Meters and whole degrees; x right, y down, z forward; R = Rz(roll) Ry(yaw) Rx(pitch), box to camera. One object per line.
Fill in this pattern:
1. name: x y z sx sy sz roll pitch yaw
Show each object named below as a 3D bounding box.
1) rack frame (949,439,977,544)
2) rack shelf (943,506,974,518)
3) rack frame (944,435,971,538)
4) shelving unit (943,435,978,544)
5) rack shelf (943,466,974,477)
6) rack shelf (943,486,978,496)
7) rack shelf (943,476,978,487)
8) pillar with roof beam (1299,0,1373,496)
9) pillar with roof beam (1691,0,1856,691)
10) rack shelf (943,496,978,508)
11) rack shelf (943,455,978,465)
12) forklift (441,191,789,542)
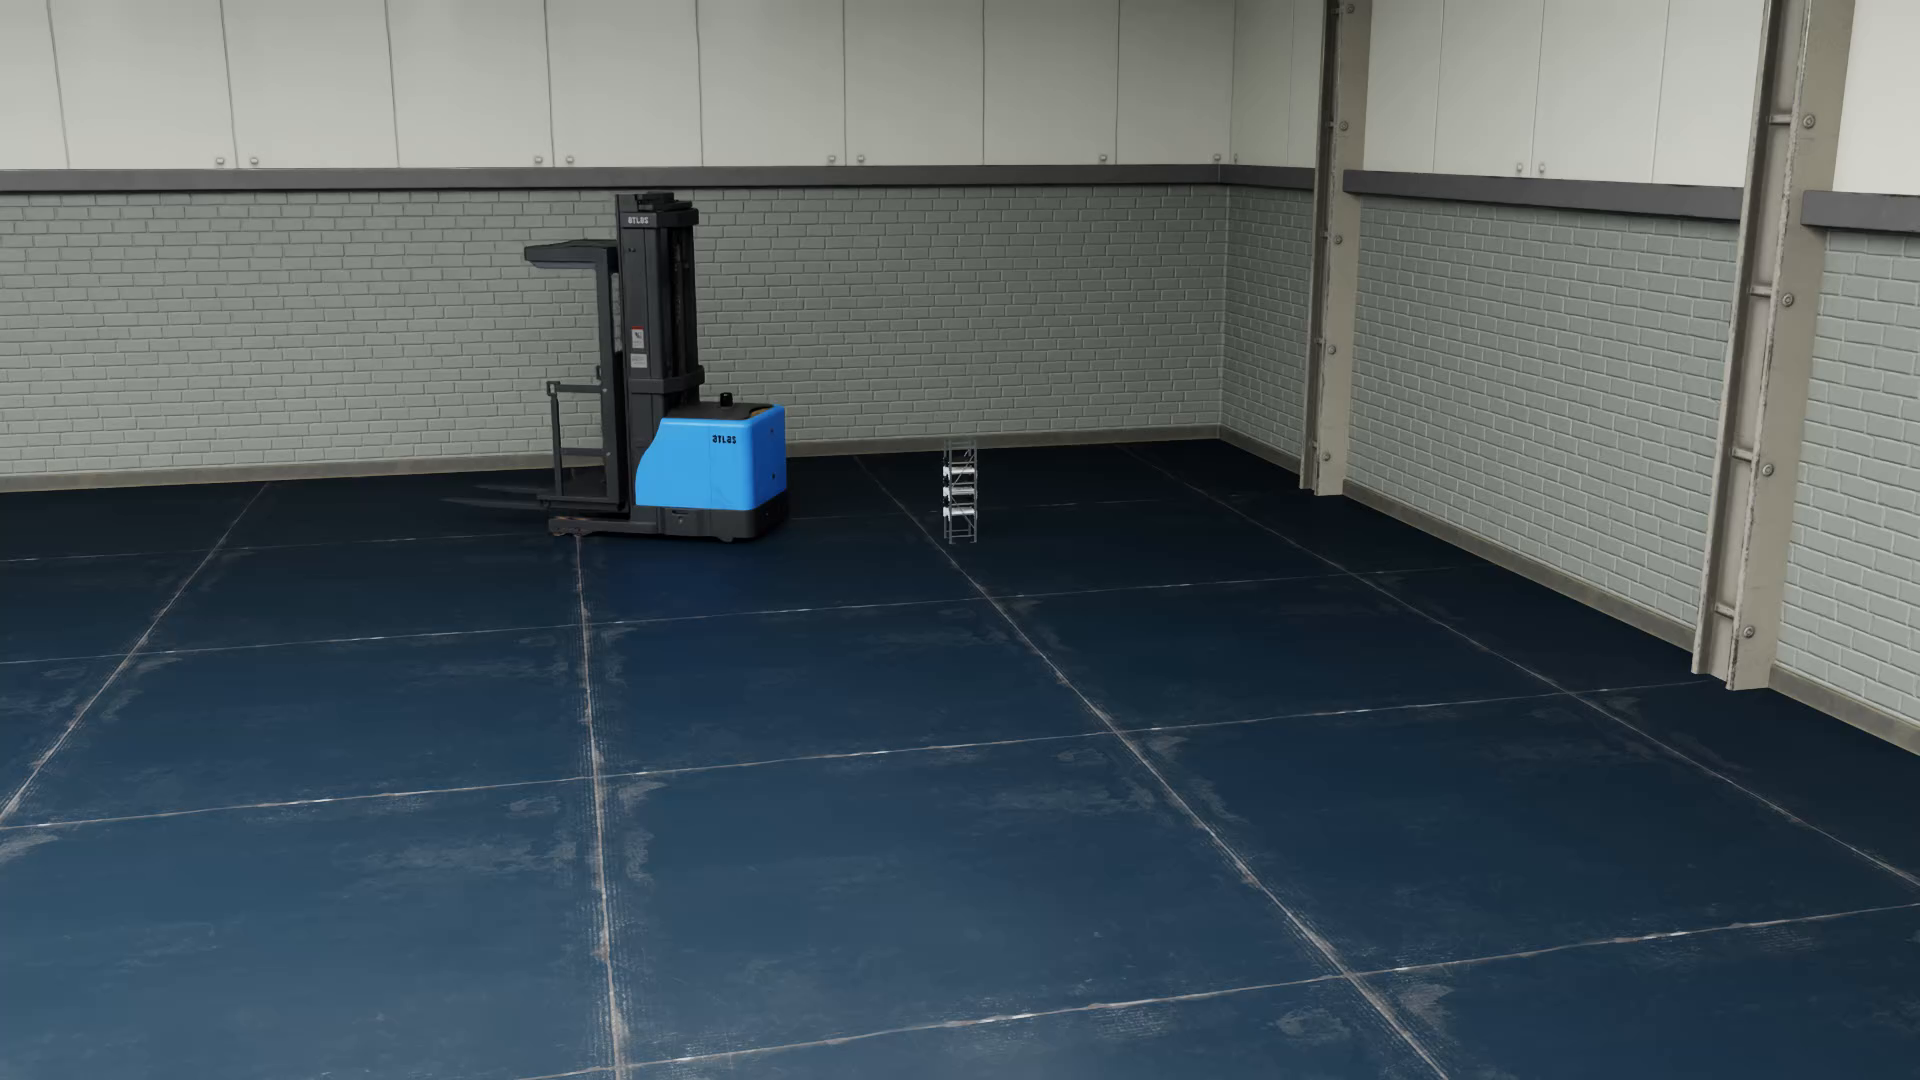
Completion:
1. rack frame: 0.026 -0.412 14.217 0.240 0.900 0.006 -3 14 -13
2. rack shelf: 0.002 -0.228 14.363 0.258 0.077 0.200 -3 14 -13
3. rack frame: -0.022 -0.459 14.409 0.240 0.900 0.006 -3 14 -13
4. shelving unit: 0.002 -0.435 14.313 0.258 0.900 0.210 -3 14 -13
5. rack shelf: 0.002 -0.578 14.278 0.258 0.077 0.200 -3 14 -13
6. rack shelf: 0.002 -0.403 14.320 0.258 0.077 0.200 -3 14 -13
7. rack shelf: 0.002 -0.490 14.299 0.258 0.077 0.200 -3 14 -13
8. pillar with roof beam: -0.610 -4.617 14.364 9.100 9.000 0.400 -3 14 -13
9. pillar with roof beam: 0.800 -3.233 8.698 9.100 9.000 0.400 -3 14 -13
10. rack shelf: 0.002 -0.315 14.342 0.258 0.077 0.200 -3 14 -13
11. rack shelf: 0.002 -0.665 14.256 0.258 0.077 0.200 -3 14 -13
12. forklift: -3.124 -1.566 14.660 3.031 2.935 1.130 3 14 13
